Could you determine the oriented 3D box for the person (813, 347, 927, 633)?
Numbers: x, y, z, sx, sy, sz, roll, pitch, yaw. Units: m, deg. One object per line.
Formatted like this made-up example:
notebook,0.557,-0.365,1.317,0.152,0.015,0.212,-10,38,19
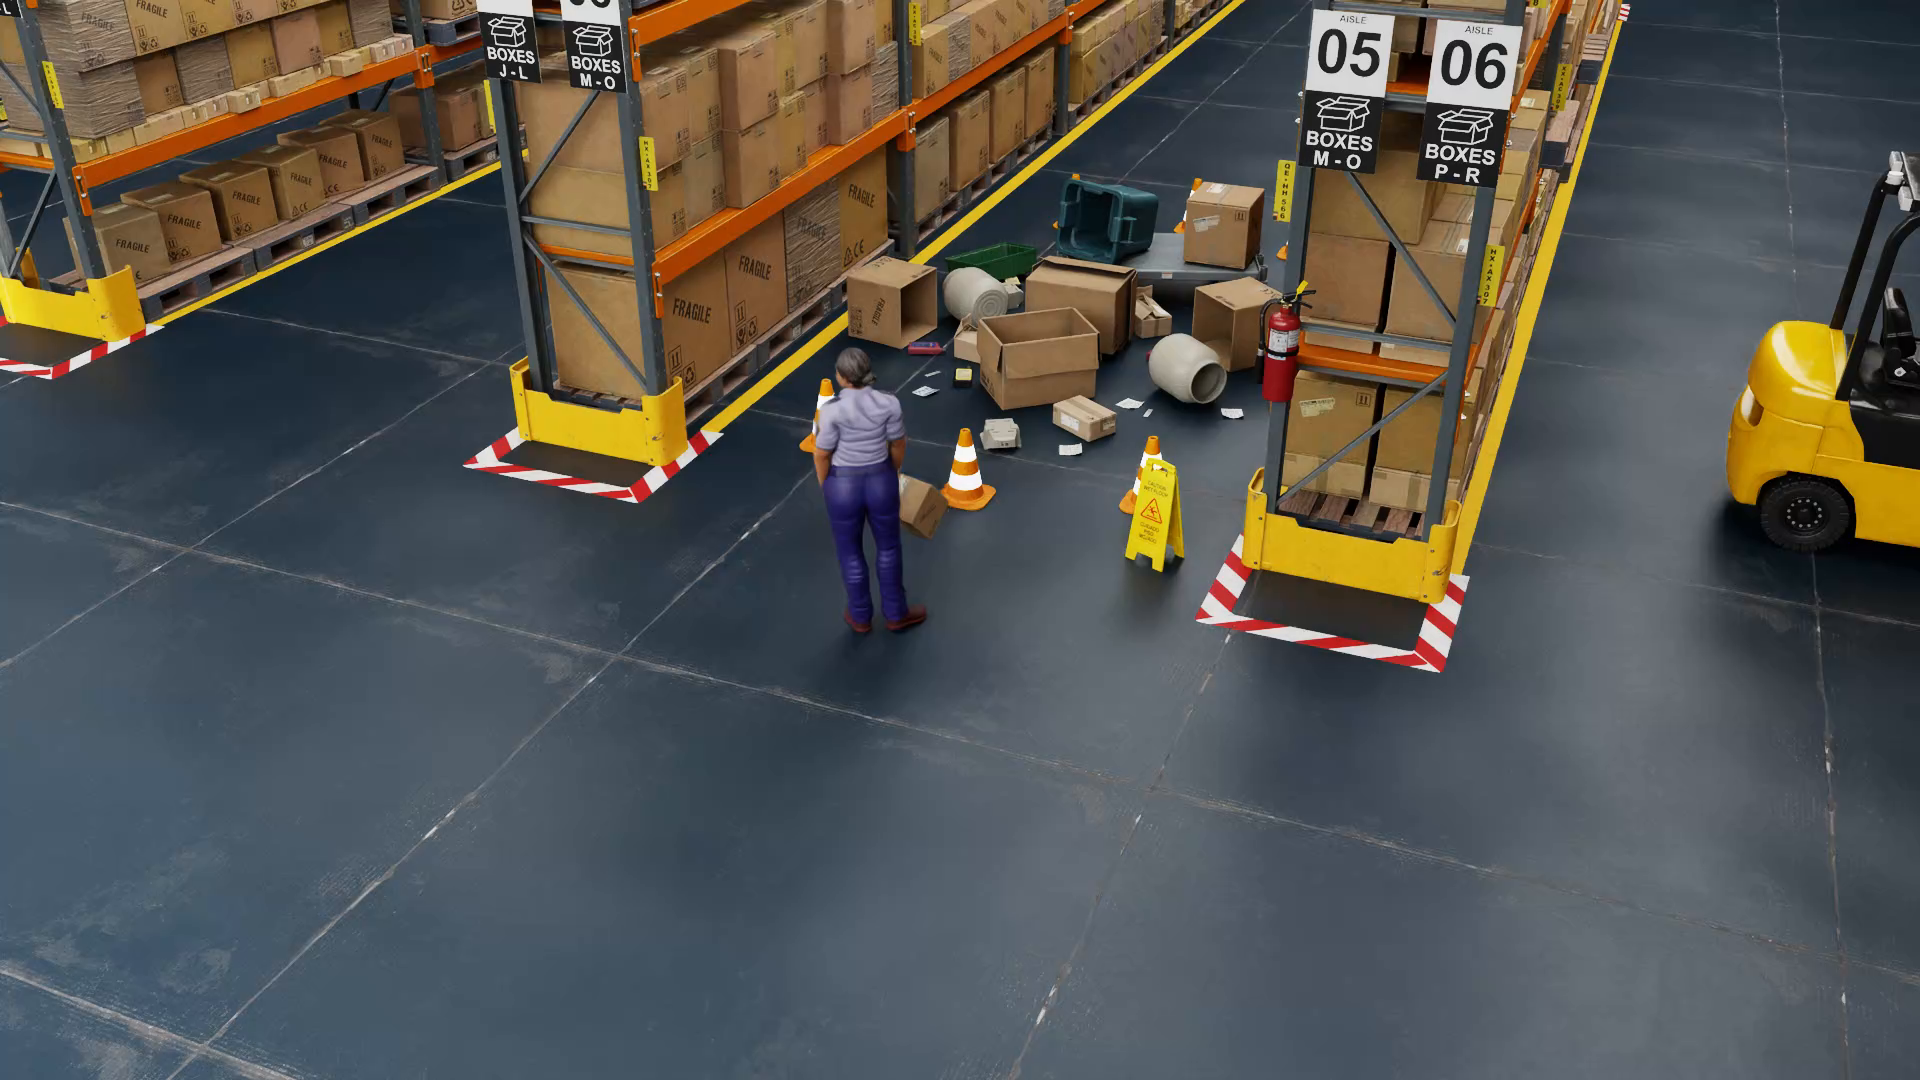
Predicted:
person,-0.480,-0.272,8.857,0.604,1.658,0.362,-7,31,-13
